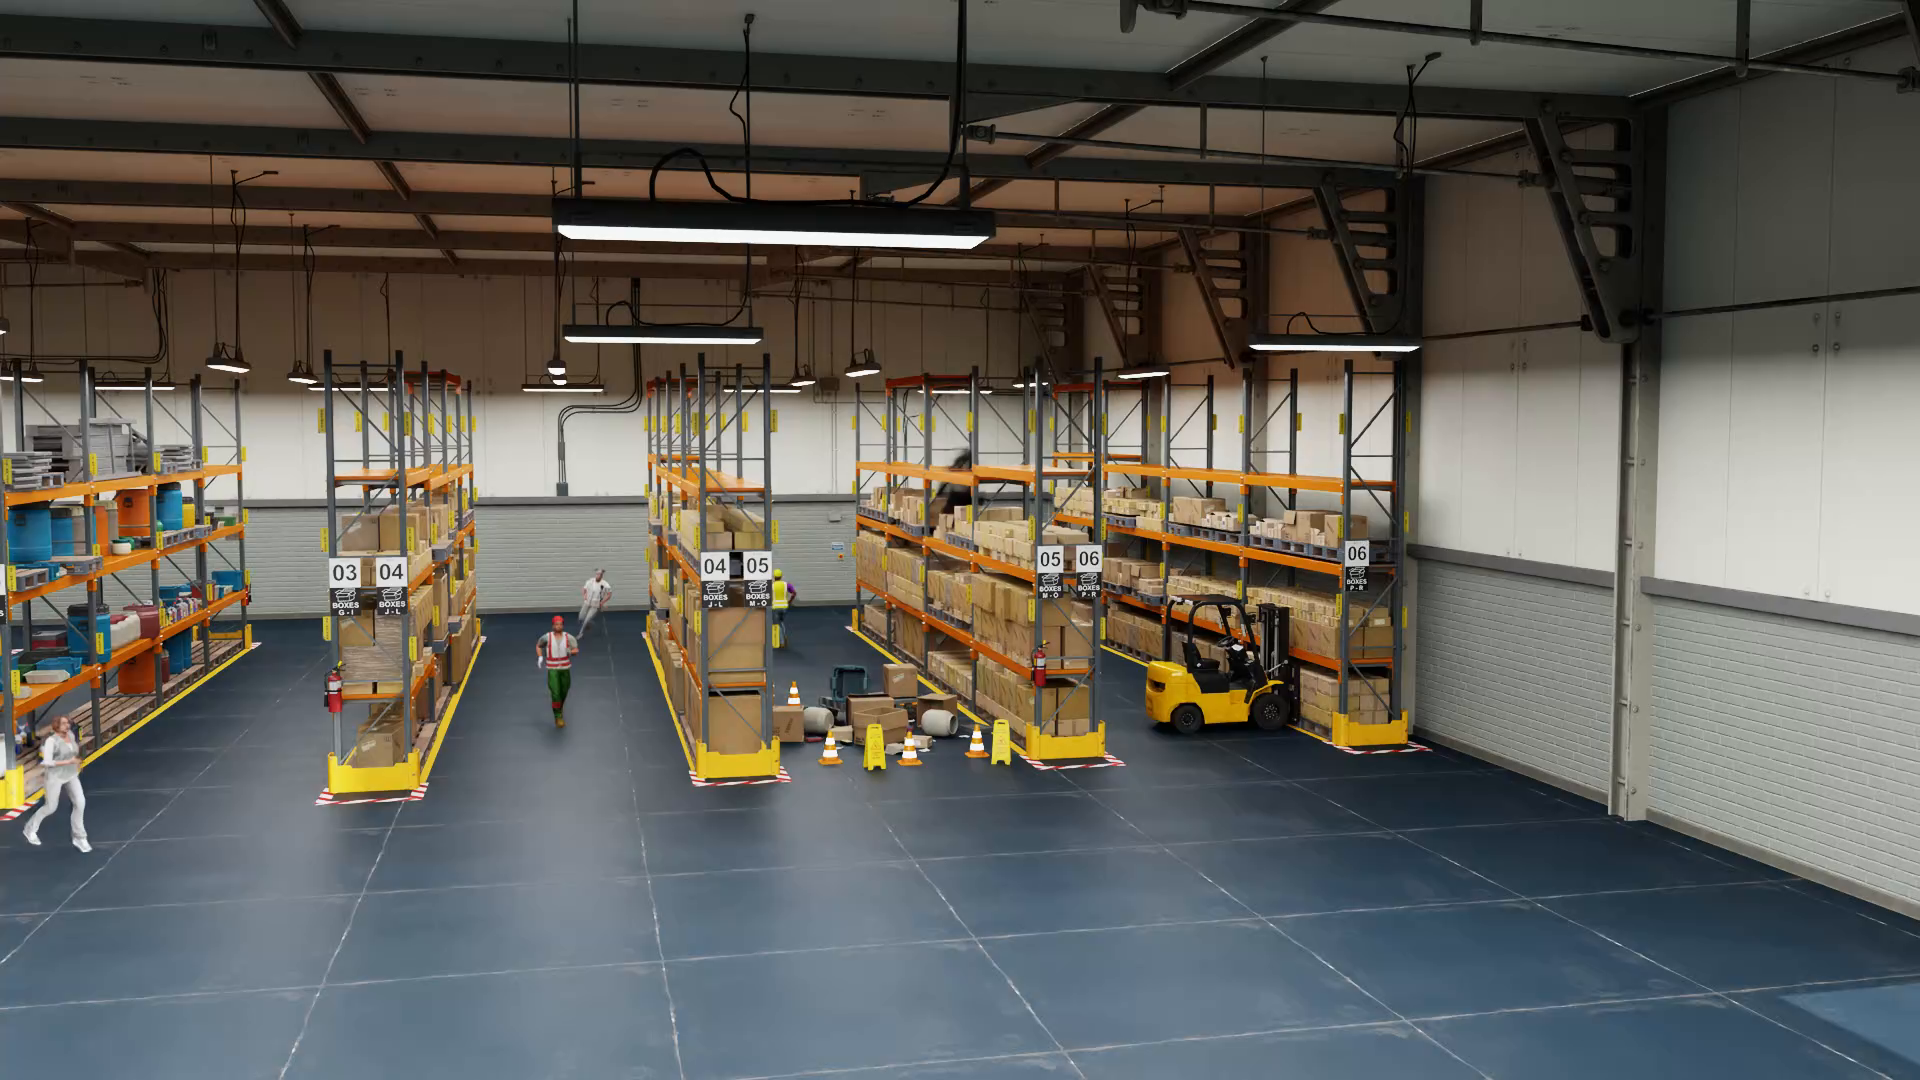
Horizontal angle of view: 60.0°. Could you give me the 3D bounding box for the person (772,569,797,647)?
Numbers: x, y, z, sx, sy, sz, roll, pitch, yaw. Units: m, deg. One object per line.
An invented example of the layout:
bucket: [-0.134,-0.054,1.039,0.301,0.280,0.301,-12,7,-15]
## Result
person: [-4.072,1.539,37.256,0.673,1.777,0.697,-2,4,-26]

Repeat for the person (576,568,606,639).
person: [-8.600,1.474,38.955,0.700,1.657,0.596,1,4,12]

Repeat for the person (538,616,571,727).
person: [-6.732,2.152,27.642,0.541,1.785,0.983,-2,4,-26]
